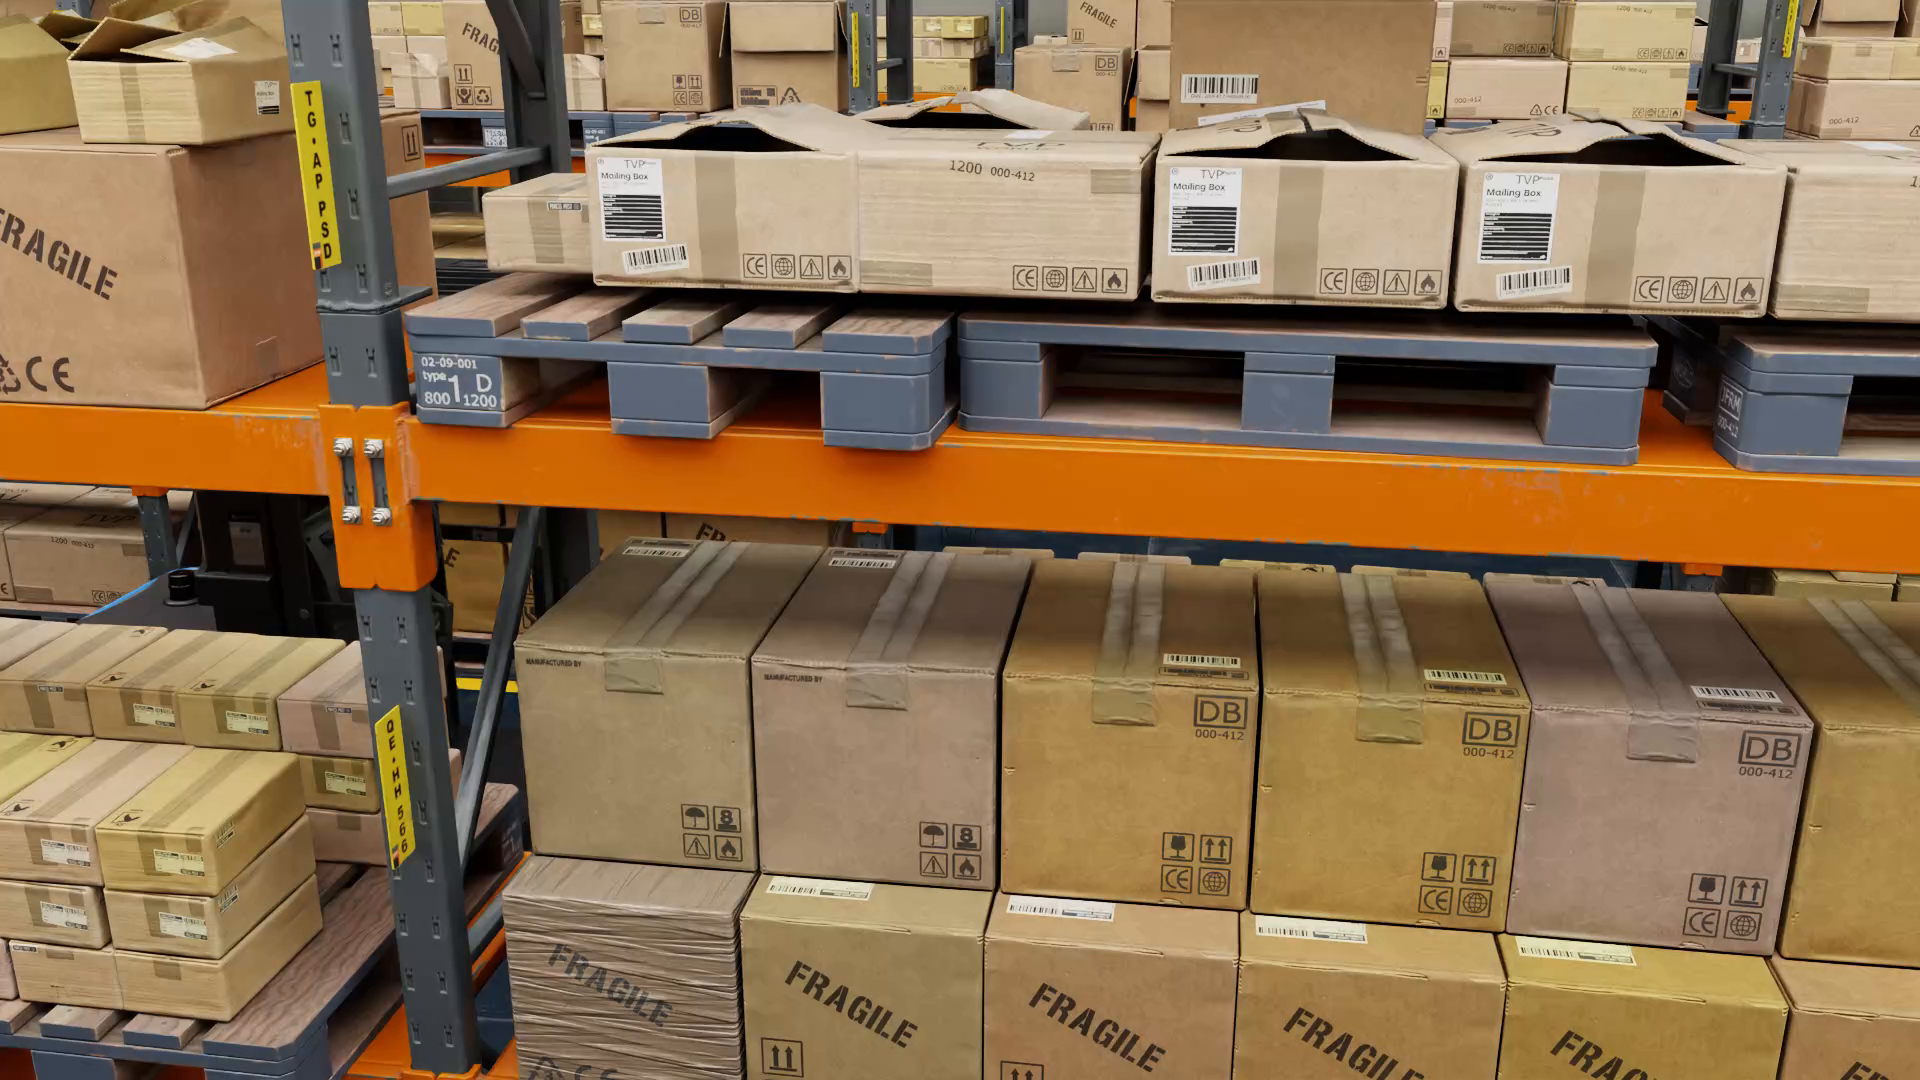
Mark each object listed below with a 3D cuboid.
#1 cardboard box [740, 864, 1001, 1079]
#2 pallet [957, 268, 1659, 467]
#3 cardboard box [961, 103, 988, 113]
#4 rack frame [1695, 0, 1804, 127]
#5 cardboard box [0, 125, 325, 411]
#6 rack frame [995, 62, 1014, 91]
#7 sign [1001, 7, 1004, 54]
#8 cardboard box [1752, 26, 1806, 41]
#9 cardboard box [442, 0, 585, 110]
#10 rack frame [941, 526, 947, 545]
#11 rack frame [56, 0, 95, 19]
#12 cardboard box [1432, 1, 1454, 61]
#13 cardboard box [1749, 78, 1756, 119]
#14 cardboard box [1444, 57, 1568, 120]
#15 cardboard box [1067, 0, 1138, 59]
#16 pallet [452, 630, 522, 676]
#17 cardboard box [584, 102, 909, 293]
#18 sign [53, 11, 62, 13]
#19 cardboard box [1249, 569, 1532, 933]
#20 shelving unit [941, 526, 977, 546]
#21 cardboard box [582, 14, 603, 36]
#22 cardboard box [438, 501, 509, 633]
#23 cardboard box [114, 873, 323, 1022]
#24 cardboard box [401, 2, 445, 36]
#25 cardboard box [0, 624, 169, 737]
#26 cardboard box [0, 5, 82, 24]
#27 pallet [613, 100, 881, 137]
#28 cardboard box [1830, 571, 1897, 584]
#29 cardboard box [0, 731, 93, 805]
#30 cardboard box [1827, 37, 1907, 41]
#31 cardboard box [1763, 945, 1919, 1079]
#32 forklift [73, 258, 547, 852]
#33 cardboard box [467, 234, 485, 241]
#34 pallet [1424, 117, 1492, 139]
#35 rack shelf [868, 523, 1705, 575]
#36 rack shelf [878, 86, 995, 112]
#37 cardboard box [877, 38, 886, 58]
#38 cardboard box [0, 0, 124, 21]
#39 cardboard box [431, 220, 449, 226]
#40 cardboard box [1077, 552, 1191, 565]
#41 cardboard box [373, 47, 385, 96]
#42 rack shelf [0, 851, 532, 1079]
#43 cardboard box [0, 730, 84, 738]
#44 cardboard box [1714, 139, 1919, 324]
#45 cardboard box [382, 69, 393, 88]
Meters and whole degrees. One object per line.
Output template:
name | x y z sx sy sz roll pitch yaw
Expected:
cardboard box | -0.164 0.928 3.646 0.500 0.500 0.500 3 19 8
pallet | 0.682 -0.419 3.397 1.213 0.211 1.003 4 19 11
cardboard box | 0.155 -1.989 8.006 0.258 0.266 0.396 3 19 9
rack frame | 3.568 -3.356 7.152 0.127 3.000 1.000 3 19 9
cardboard box | -1.671 -0.576 3.412 0.500 0.500 0.500 3 19 9
rack frame | 0.402 -2.268 13.354 0.127 3.000 1.000 3 19 9
sign | 0.314 -3.766 12.288 0.005 0.325 0.100 3 19 9
cardboard box | 5.769 -3.502 11.707 0.258 0.266 0.396 2 19 7
cardboard box | -2.168 -2.380 8.141 0.500 0.500 0.500 3 19 9
rack frame | -0.108 -0.432 11.177 0.006 0.900 0.240 3 19 9
rack frame | -4.331 -3.759 8.355 0.127 3.000 1.000 3 19 9
cardboard box | 1.964 -2.333 7.607 0.500 0.250 0.500 3 19 10
cardboard box | 4.048 -2.066 7.790 0.500 0.250 0.500 3 19 8
cardboard box | 2.469 -2.073 7.618 0.500 0.250 0.500 3 19 9
cardboard box | 1.079 -3.872 12.442 0.500 0.500 0.500 3 19 9
pallet | -2.349 0.484 9.523 1.213 0.211 1.003 3 19 9
cardboard box | -0.387 -0.678 3.196 0.500 0.311 0.500 3 19 9
sign | -4.417 -2.445 8.217 0.005 0.325 0.100 3 19 9
cardboard box | 0.886 0.423 3.578 0.500 0.500 0.700 3 19 8
shelving unit | -0.008 -0.427 11.162 0.210 0.900 0.258 3 19 9
cardboard box | -2.804 -3.991 12.883 0.250 0.149 0.380 3 19 8
cardboard box | -2.813 -0.056 9.431 0.875 0.875 0.875 3 19 10
cardboard box | -1.627 0.882 3.673 0.250 0.149 0.380 3 19 10
cardboard box | -4.084 -4.149 13.227 0.500 0.250 0.500 3 19 9
cardboard box | -2.261 0.357 4.305 0.250 0.149 0.380 2 19 6
cardboard box | -2.190 -1.123 3.840 0.258 0.266 0.396 3 19 9
pallet | -1.026 -2.061 8.307 1.003 0.211 1.213 4 19 11
cardboard box | 4.221 0.070 7.835 0.250 0.149 0.380 3 19 9
cardboard box | -2.130 0.574 3.658 0.250 0.149 0.380 4 19 10
cardboard box | 4.184 -2.256 7.731 0.250 0.149 0.380 2 19 7
cardboard box | 1.826 1.029 3.342 0.500 0.500 0.500 3 19 8
forklift | -2.188 -0.029 6.771 3.031 2.935 1.130 3 19 9
cardboard box | -2.327 -1.415 9.071 0.500 0.500 0.500 3 19 10
pallet | 1.951 -1.960 8.004 1.003 0.211 1.213 3 19 9
rack shelf | 1.593 -0.271 8.519 4.000 0.370 1.077 3 19 9
rack shelf | -1.573 -3.450 13.293 4.000 0.370 1.077 3 19 9
cardboard box | -0.494 -3.791 12.787 0.250 0.149 0.380 3 19 10
cardboard box | -4.878 -2.726 9.018 0.500 0.500 0.500 3 19 10
cardboard box | -4.586 -2.509 13.842 0.500 0.250 0.500 3 19 9
cardboard box | 0.905 0.401 8.858 0.625 0.372 0.950 3 19 8
cardboard box | -3.427 -2.515 8.843 0.500 0.311 0.500 3 19 9
rack shelf | -3.042 1.084 4.471 4.000 0.370 1.077 3 19 9
cardboard box | -2.294 0.497 4.356 0.250 0.149 0.380 3 19 9
cardboard box | 1.628 -0.547 2.899 0.500 0.250 0.500 3 19 8
cardboard box | -4.454 -3.728 13.385 0.250 0.149 0.380 4 19 10
